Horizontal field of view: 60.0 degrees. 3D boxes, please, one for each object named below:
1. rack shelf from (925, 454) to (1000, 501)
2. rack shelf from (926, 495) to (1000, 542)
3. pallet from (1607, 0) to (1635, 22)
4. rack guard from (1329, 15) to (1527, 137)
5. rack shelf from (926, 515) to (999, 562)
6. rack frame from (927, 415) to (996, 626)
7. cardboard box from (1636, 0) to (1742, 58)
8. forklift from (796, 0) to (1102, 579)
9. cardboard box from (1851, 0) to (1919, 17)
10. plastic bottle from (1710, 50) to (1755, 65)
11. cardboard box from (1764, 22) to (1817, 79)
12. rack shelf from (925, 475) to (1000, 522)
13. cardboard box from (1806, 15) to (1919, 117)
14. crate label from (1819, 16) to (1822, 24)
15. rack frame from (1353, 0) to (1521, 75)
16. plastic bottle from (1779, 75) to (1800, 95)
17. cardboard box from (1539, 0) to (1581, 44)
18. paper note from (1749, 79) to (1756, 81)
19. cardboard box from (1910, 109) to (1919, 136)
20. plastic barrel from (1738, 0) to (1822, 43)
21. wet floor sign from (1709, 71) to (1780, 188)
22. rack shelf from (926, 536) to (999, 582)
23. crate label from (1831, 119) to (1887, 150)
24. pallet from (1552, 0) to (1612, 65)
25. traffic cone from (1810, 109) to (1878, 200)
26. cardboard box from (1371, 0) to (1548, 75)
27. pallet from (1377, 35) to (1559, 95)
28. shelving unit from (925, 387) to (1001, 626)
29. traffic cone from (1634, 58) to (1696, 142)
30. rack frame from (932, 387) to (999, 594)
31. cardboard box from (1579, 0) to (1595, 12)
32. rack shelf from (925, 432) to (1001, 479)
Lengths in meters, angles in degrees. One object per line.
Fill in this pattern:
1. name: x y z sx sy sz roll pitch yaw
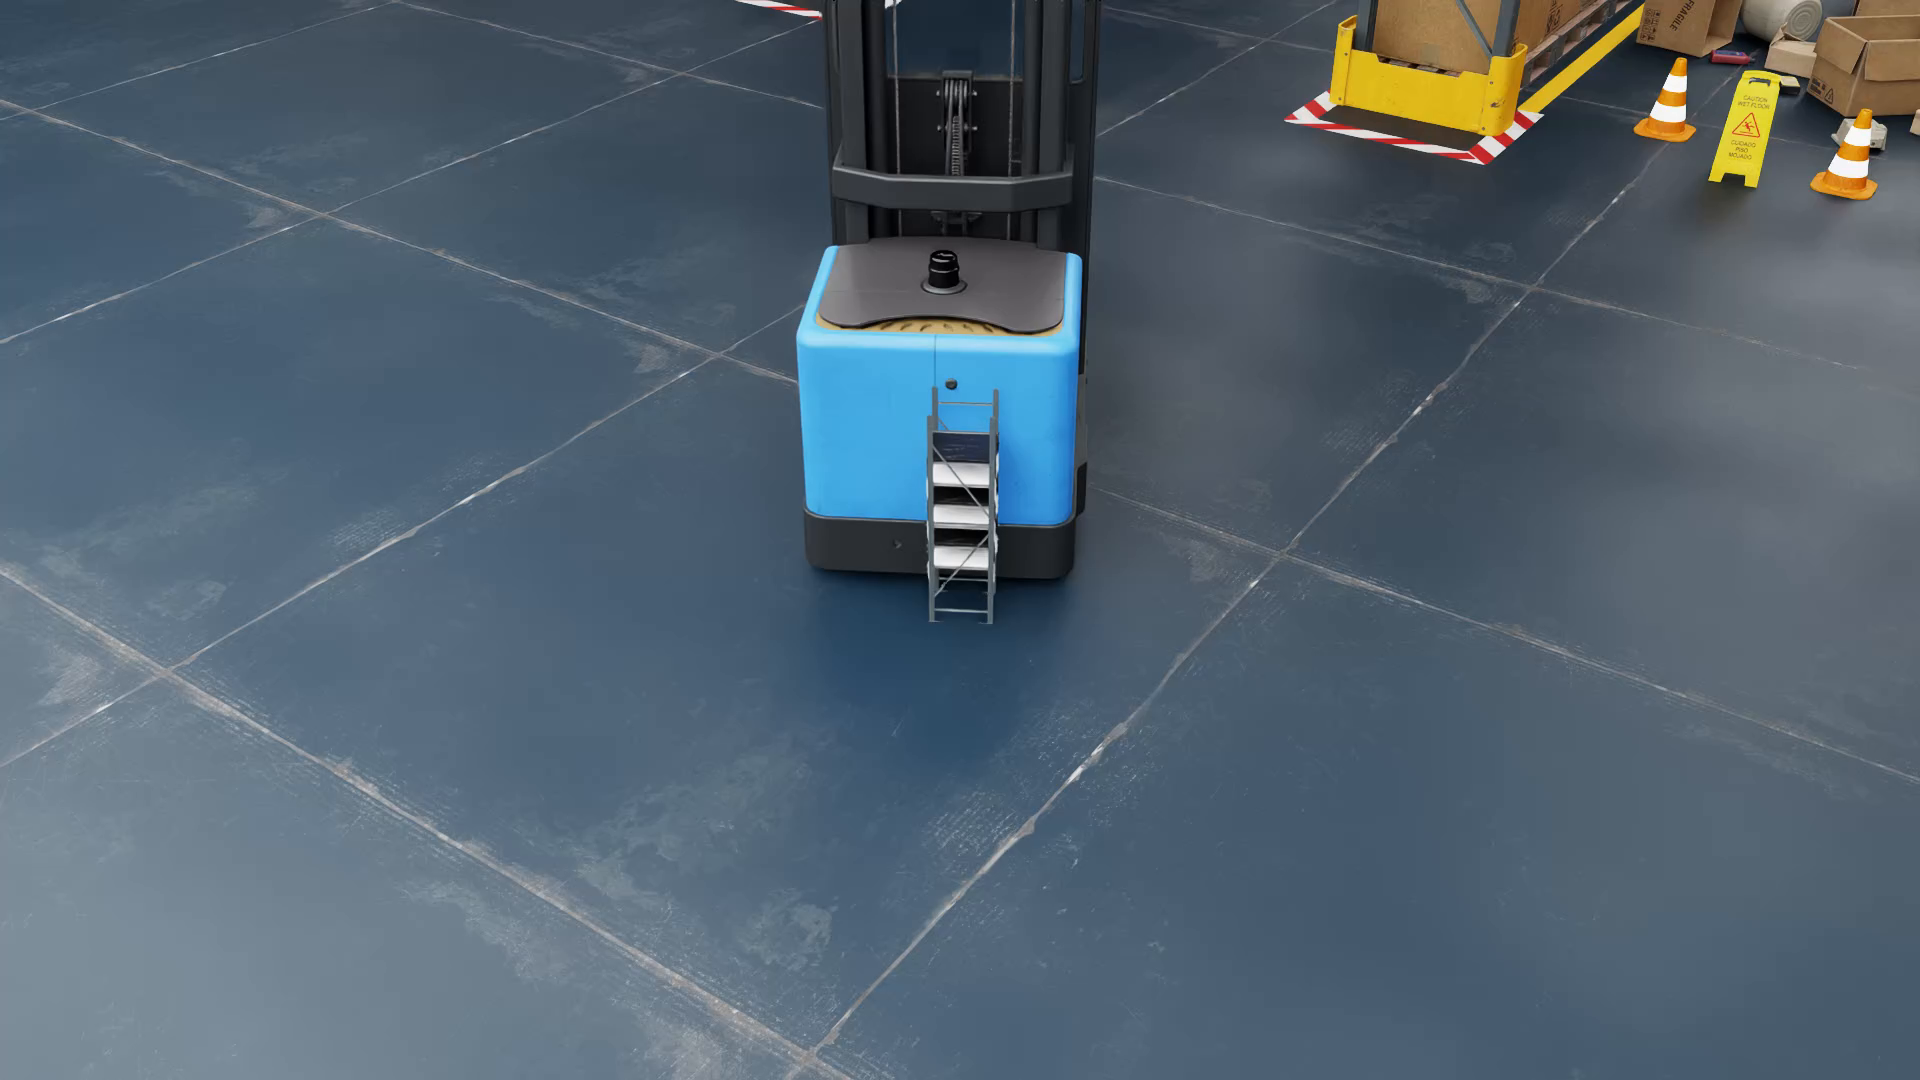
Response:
1. rack shelf: 0.011 -0.234 6.031 0.258 0.077 0.200 2 34 4
2. rack shelf: 0.011 -0.085 6.132 0.258 0.077 0.200 2 34 4
3. pallet: 4.807 -4.420 13.098 1.003 0.211 1.213 21 39 28
4. rack guard: 3.011 -3.013 10.759 1.175 0.500 0.348 21 39 28
5. rack shelf: 0.011 -0.010 6.182 0.258 0.077 0.200 2 34 4
6. rack frame: 0.004 -0.056 6.029 0.240 0.900 0.006 2 34 4
7. cardboard box: 5.263 -3.823 11.955 0.500 0.500 0.500 29 44 36
8. forklift: 0.024 -1.867 6.894 1.130 2.935 3.031 2 34 4
9. cardboard box: 6.596 -3.597 11.498 0.797 0.637 0.503 21 39 28
10. plastic bottle: 5.447 -3.400 11.723 0.283 0.061 0.133 8 35 12
11. cardboard box: 5.838 -3.388 11.523 0.396 0.266 0.258 29 44 36
12. rack shelf: 0.011 -0.159 6.081 0.258 0.077 0.200 2 34 4
13. cardboard box: 6.070 -3.108 10.896 0.797 0.503 0.637 -3 34 -4
14. crate label: 6.240 -3.895 12.387 0.298 0.136 0.250 -3 34 -4
15. rack frame: 3.024 -4.059 10.075 1.000 3.000 0.127 21 39 28
16. plastic bottle: 5.599 -3.091 11.267 0.133 0.061 0.283 8 35 12
17. cardboard box: 3.857 -4.092 11.645 0.875 0.875 0.875 21 39 27
18. paper note: 5.405 -3.151 11.400 0.123 0.001 0.032 -15 37 -21
19. cardboard box: 6.236 -2.592 10.450 0.250 0.149 0.380 -15 37 -21
20. plastic barrel: 5.918 -3.821 12.022 0.421 0.421 0.512 -9 35 -13
21. wet floor sign: 4.634 -2.438 9.779 0.267 0.644 0.232 14 37 20
22. rack shelf: 0.011 0.064 6.232 0.258 0.077 0.200 2 34 4
23. crate label: 5.625 -2.528 10.367 0.250 0.136 0.298 3 34 4
24. pallet: 4.112 -3.856 12.264 1.003 0.211 1.213 21 39 28
25. traffic cone: 5.228 -2.282 9.711 0.336 0.463 0.334 21 39 28
26. cardboard box: 3.357 -3.686 11.045 0.875 0.875 0.875 21 40 28
27. pallet: 3.416 -3.297 11.437 1.003 0.211 1.213 21 39 28
28. shelving unit: 0.011 -0.112 6.113 0.258 0.900 0.210 2 34 4
29. traffic cone: 4.494 -2.799 10.476 0.336 0.463 0.334 21 39 28
30. rack frame: 0.019 -0.169 6.197 0.240 0.900 0.006 2 34 4
31. cardboard box: 4.378 -4.511 12.264 0.875 0.875 0.875 22 40 29
32. rack shelf: 0.011 -0.308 5.980 0.258 0.077 0.200 2 34 4
